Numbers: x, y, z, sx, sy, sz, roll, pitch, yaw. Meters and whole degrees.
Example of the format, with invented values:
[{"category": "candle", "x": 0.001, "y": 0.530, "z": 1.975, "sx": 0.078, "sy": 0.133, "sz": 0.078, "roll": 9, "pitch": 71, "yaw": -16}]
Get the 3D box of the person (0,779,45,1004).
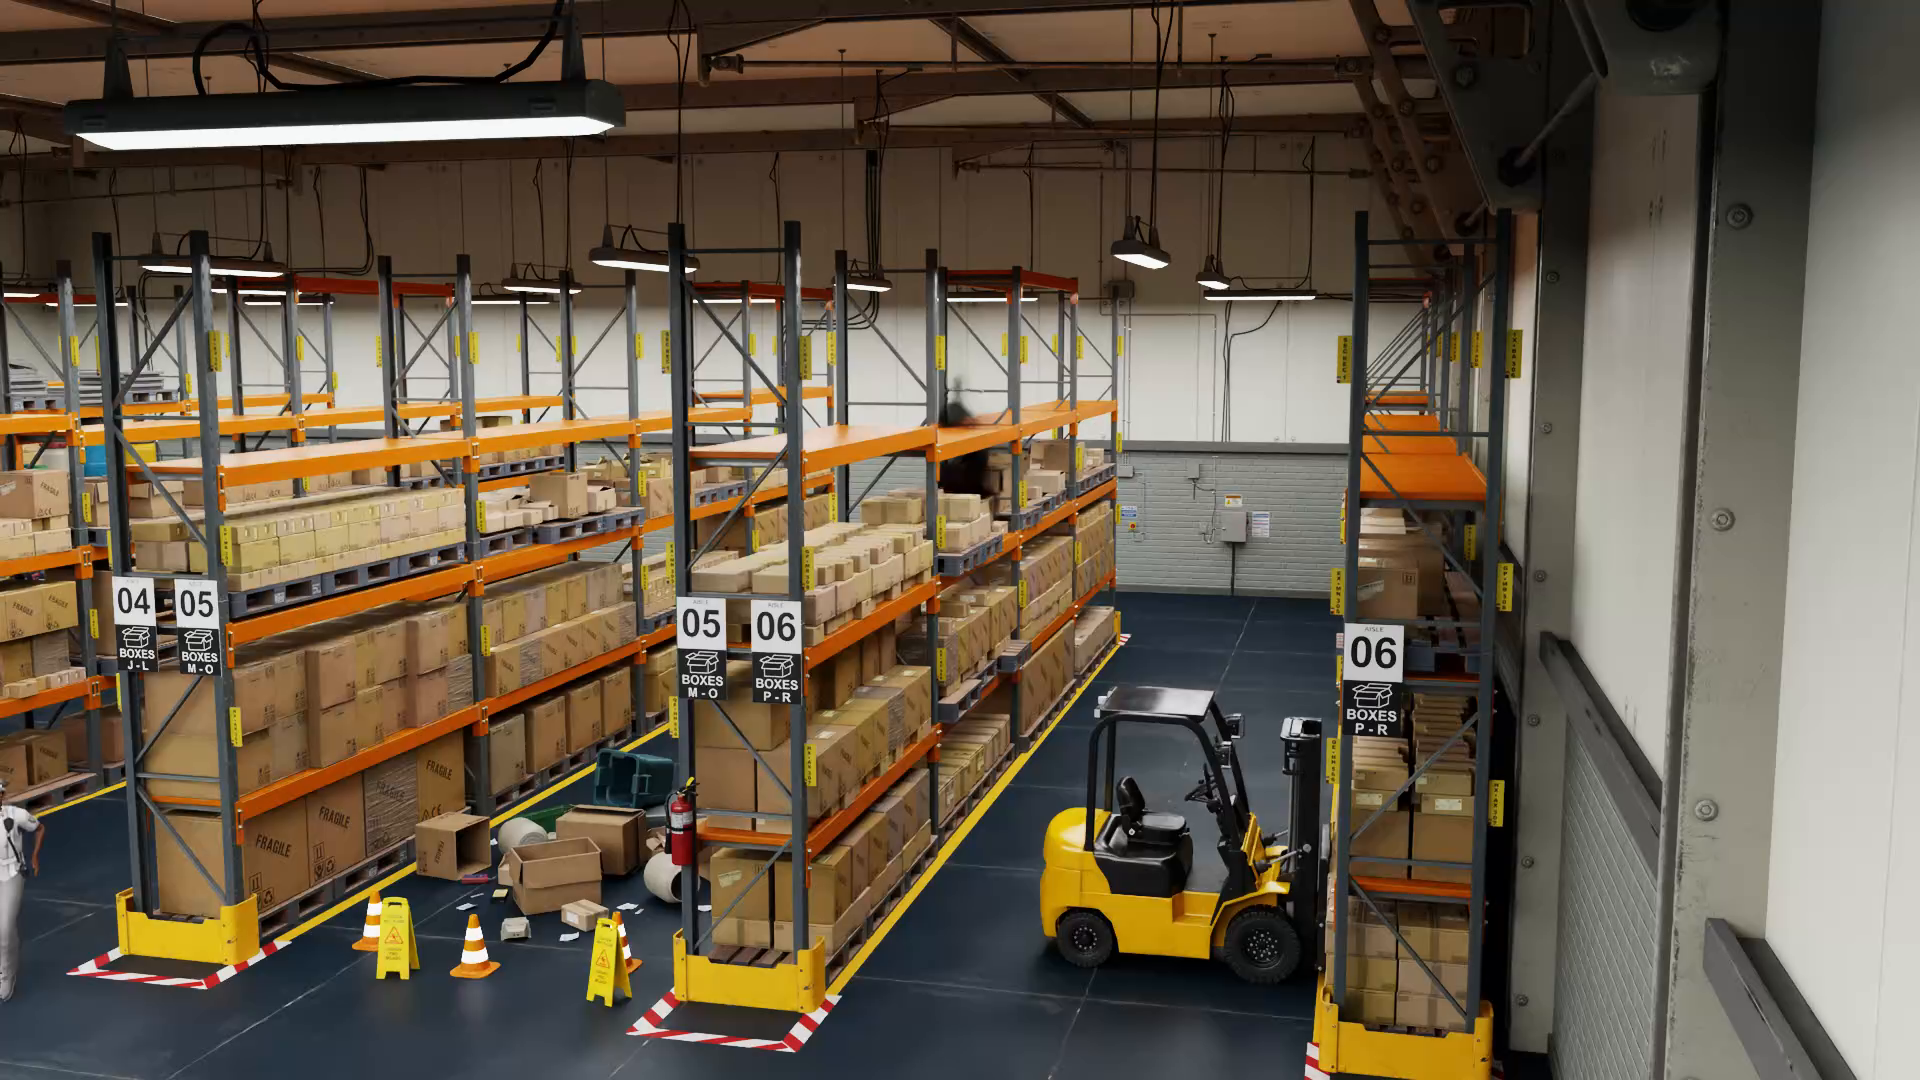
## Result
[{"category": "person", "x": -7.619, "y": 2.714, "z": 13.204, "sx": 0.576, "sy": 1.739, "sz": 0.760, "roll": -2, "pitch": 7, "yaw": -13}]
